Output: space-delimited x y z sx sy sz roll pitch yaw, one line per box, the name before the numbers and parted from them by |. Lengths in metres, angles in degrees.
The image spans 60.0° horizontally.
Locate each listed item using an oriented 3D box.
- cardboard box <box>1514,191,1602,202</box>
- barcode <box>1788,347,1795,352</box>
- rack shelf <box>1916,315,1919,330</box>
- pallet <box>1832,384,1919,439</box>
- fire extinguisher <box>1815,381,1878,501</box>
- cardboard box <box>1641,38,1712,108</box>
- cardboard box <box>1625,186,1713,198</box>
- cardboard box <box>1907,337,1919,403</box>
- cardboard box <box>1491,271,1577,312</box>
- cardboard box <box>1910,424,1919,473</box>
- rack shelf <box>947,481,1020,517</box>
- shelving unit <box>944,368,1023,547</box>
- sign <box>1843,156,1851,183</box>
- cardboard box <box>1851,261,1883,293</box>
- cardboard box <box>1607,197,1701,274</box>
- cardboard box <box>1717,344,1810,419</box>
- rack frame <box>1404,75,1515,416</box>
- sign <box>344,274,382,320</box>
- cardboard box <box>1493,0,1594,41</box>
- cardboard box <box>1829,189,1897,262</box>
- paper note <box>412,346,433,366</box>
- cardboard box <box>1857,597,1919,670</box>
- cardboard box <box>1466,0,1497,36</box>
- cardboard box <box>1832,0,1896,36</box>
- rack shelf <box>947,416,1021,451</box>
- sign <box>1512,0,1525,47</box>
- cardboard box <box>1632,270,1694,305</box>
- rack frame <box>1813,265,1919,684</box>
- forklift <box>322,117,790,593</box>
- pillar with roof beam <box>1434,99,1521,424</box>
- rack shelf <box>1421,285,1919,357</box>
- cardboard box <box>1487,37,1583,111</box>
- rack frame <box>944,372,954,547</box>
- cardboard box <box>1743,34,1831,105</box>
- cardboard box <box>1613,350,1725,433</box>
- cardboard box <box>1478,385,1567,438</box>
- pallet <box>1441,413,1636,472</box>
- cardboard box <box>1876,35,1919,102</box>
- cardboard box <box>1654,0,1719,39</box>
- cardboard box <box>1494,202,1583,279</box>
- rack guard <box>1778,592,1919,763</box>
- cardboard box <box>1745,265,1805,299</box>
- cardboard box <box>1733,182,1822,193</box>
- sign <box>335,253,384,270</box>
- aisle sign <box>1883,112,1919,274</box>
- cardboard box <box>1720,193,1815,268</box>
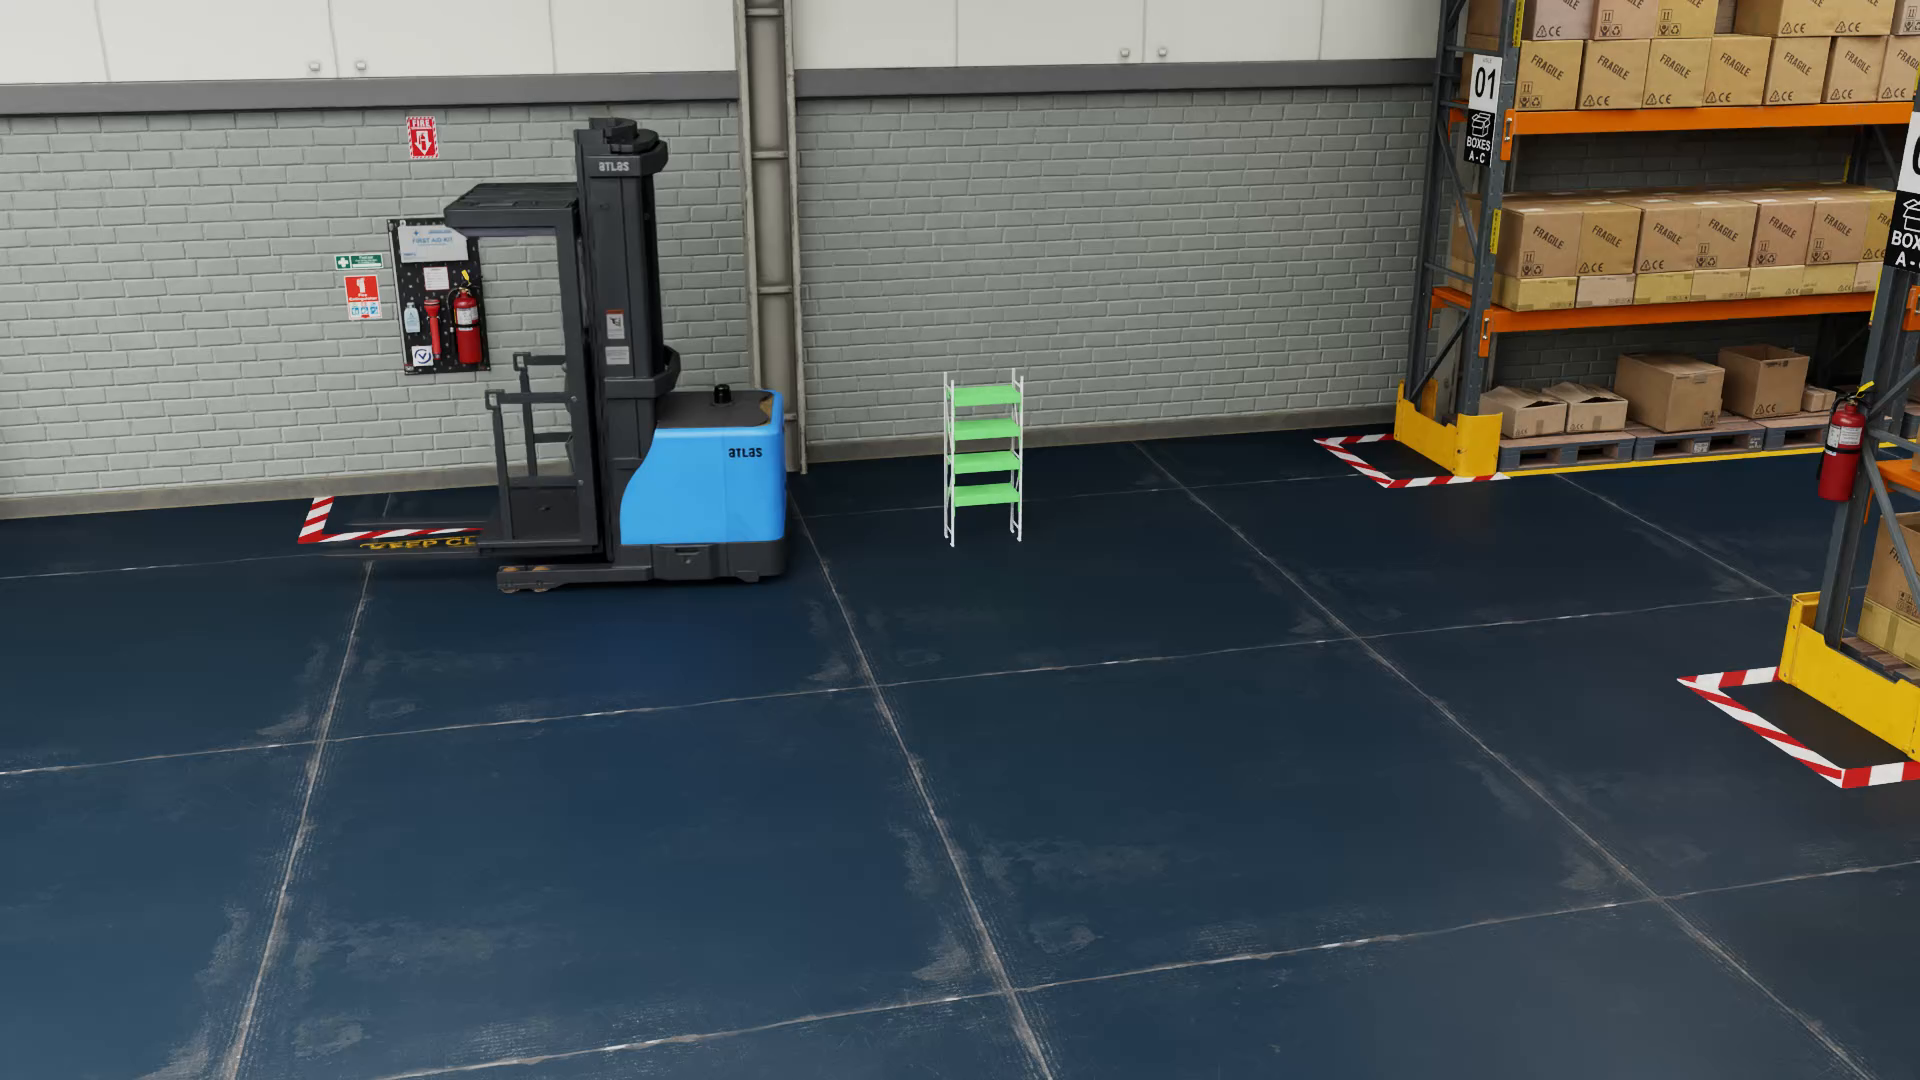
cardboard box | 4.815 -2.539 13.483 0.500 0.500 0.500 -4 21 -12
barcode | 7.225 -1.640 14.460 0.075 0.075 0.001 -5 21 -12
rack shelf | 9.752 -2.240 14.614 4.000 0.370 1.077 -5 21 -12
pallet | 8.563 -1.172 14.708 1.213 0.211 1.003 -5 21 -12
fire extinguisher | 4.835 -0.555 9.081 0.183 0.674 0.296 -5 21 -12
cardboard box | 5.331 -3.583 12.701 0.500 0.500 0.500 -4 20 -10
cardboard box | 5.807 -2.621 13.708 0.500 0.500 0.500 -4 21 -12
cardboard box | 8.518 -1.516 14.587 0.500 0.500 0.700 -4 20 -11
cardboard box | 4.461 -1.974 13.032 0.500 0.250 0.500 -5 21 -14
cardboard box | 5.514 -0.525 8.740 0.500 0.500 0.700 -5 21 -12
rack shelf | 0.161 -0.291 11.749 0.480 0.148 0.258 -5 21 -12
shelving unit | 0.161 -0.576 11.644 0.503 1.200 0.258 -5 21 -12
sign | 7.674 -3.149 14.366 0.005 0.325 0.100 -5 21 -12
cardboard box | 7.414 -2.219 13.702 0.500 0.250 0.500 -5 21 -12
cardboard box | 5.434 -2.406 13.120 0.500 0.500 0.500 -5 21 -14
cardboard box | 6.805 -1.357 14.152 0.500 0.500 0.500 -6 21 -17
rack frame | 3.913 -2.103 13.194 0.127 3.000 1.000 -5 21 -12
sign | -4.419 -1.798 12.309 0.234 0.329 0.001 -5 21 -12
cardboard box | 4.344 -3.986 12.347 0.500 0.500 0.500 -6 21 -16
cardboard box | 7.417 -2.570 13.567 0.500 0.500 0.500 -5 21 -13
paper note | -4.046 -1.386 12.517 0.142 0.148 0.016 -5 21 -12
cardboard box | 5.510 0.508 9.455 0.500 0.250 0.500 -5 21 -12
cardboard box | 4.272 -4.159 12.818 0.500 0.500 0.500 -4 20 -10
cardboard box | 6.847 -4.176 12.865 0.500 0.500 0.500 -4 20 -10
rack shelf | 0.161 -0.742 11.583 0.480 0.148 0.258 -5 21 -12
sign | 4.038 -3.740 12.032 0.005 0.325 0.100 -5 21 -12
cardboard box | 5.460 -2.058 13.262 0.500 0.250 0.500 -5 21 -13
rack frame | 5.056 -0.445 8.668 0.127 3.000 1.000 -5 21 -12
forklift | -2.693 -1.218 10.878 3.031 2.935 1.130 -1 20 -4
pillar with roof beam | 5.386 -3.824 9.170 0.400 9.000 9.100 -5 21 -12
rack shelf | 5.859 -1.923 13.750 4.000 0.370 1.077 -5 21 -12
cardboard box | 4.296 -3.510 12.501 0.500 0.500 0.500 -4 21 -11
rack frame | -0.076 -0.557 11.591 0.015 1.200 0.240 -5 21 -12
cardboard box | 6.345 -3.669 12.935 0.500 0.500 0.500 -5 21 -15
cardboard box | 5.887 -1.247 13.852 0.500 0.500 0.700 -6 21 -16
cardboard box | 4.607 -1.072 13.648 0.500 0.311 0.500 -7 21 -19
pallet | 4.786 -0.852 13.833 1.213 0.211 1.003 -5 21 -12
cardboard box | 7.369 -3.761 13.186 0.500 0.500 0.500 -4 21 -11
cardboard box | 5.340 -4.053 12.530 0.500 0.500 0.500 -4 21 -11
cardboard box | 4.447 -2.331 12.916 0.500 0.500 0.500 -5 21 -12
rack guard | 5.033 0.731 9.093 0.348 0.500 1.175 -5 21 -12
cardboard box | 6.442 -2.138 13.479 0.500 0.250 0.500 -5 21 -13
cardboard box | 6.796 -2.704 13.933 0.500 0.500 0.500 -5 21 -13
sign | -4.413 -2.044 12.211 0.331 0.109 0.001 -5 21 -12
aisle sign | 4.925 -1.759 8.475 0.004 0.787 0.394 -5 21 -12
cardboard box | 6.440 -2.492 13.355 0.500 0.500 0.500 -5 21 -14
